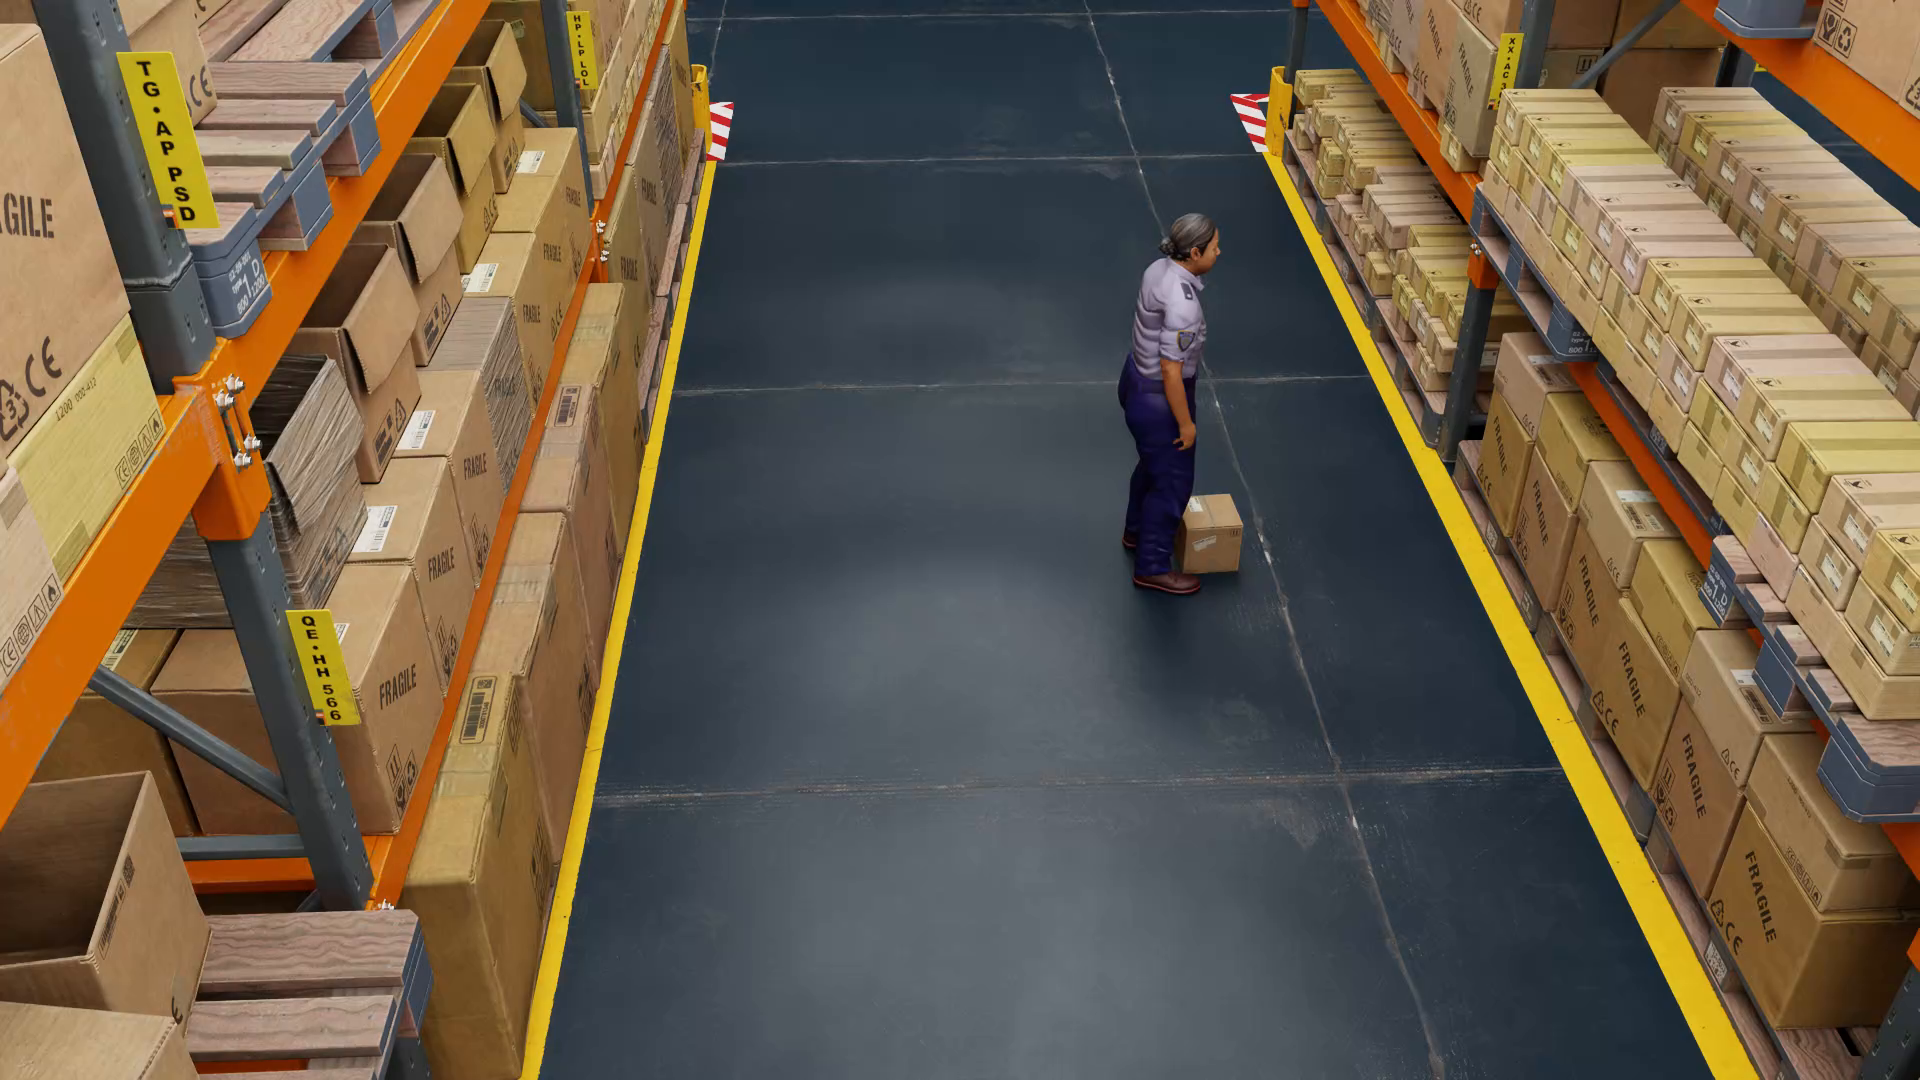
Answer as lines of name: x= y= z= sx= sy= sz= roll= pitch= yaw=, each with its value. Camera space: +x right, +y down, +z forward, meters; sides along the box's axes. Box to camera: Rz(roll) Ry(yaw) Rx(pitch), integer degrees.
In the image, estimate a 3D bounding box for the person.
person: x=0.860 y=-0.585 z=6.974 sx=0.366 sy=1.652 sz=0.557 roll=-3 pitch=36 yaw=-4
